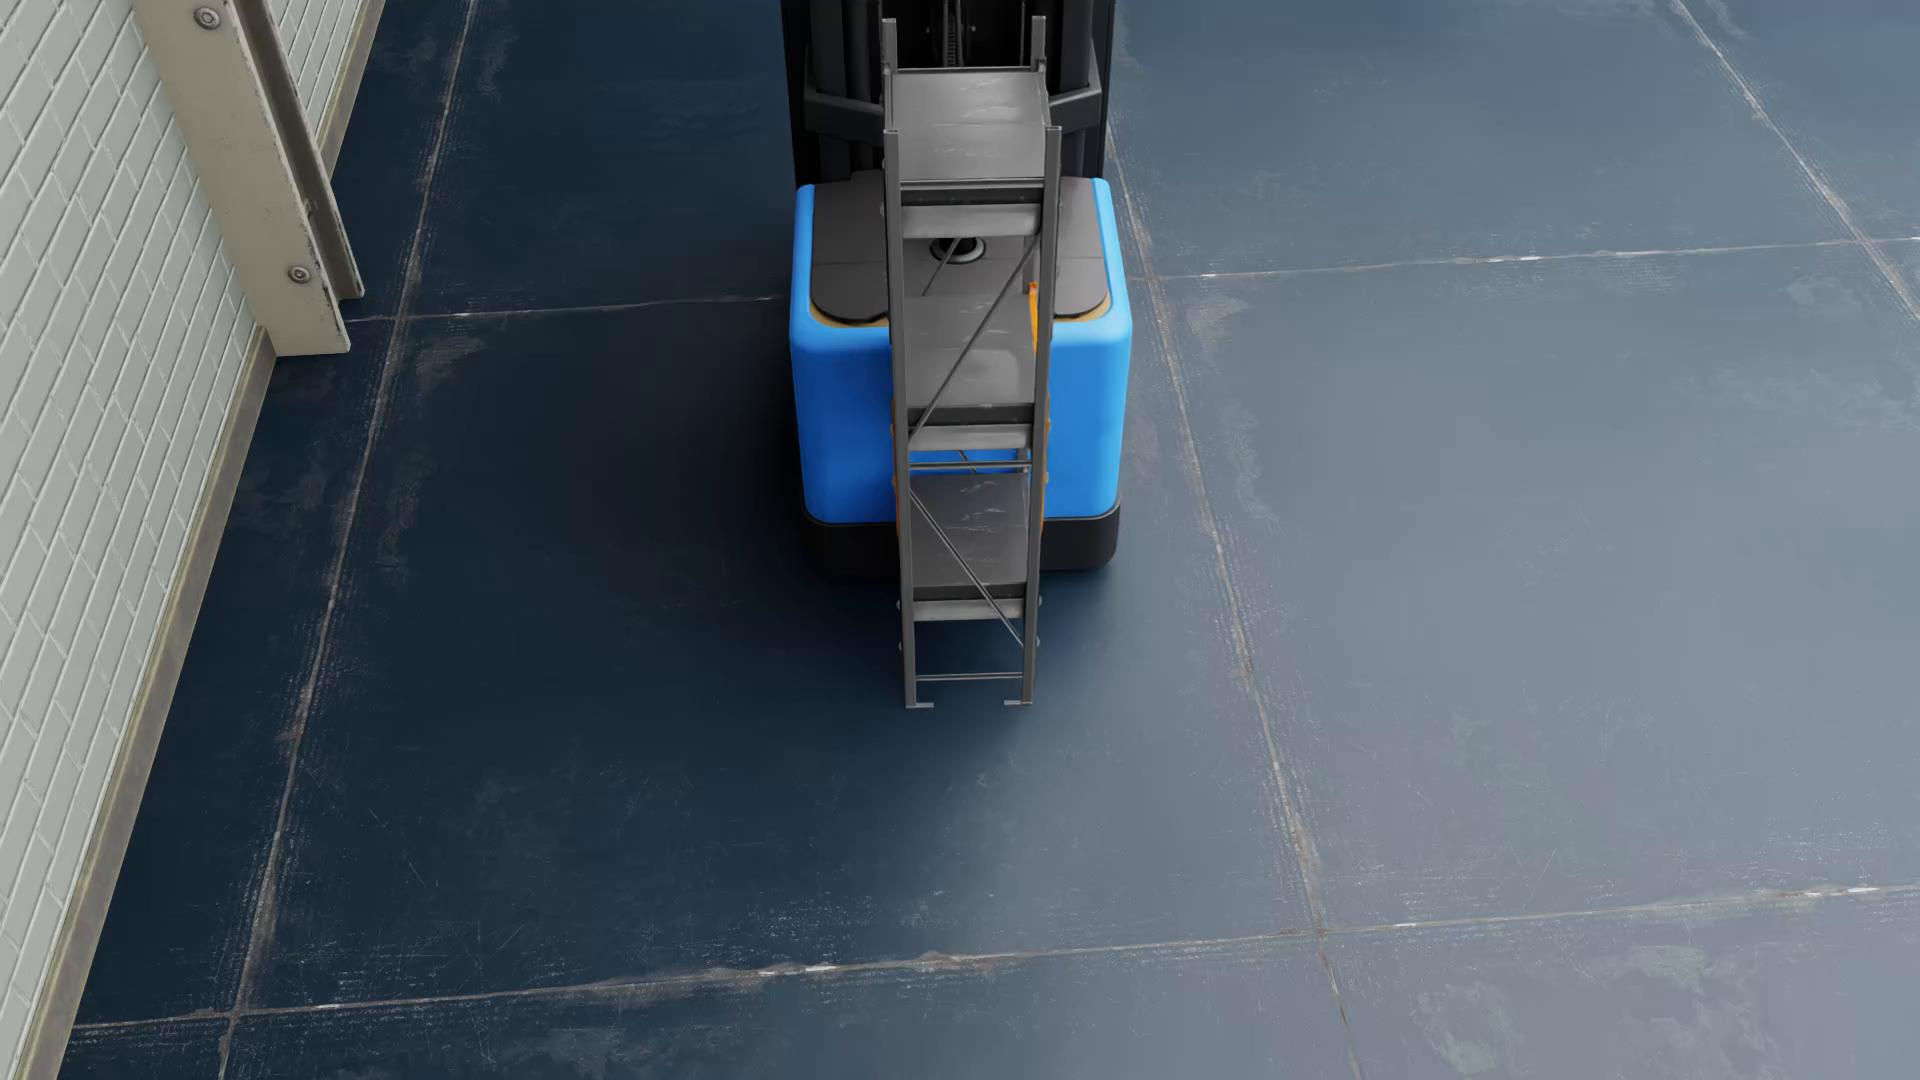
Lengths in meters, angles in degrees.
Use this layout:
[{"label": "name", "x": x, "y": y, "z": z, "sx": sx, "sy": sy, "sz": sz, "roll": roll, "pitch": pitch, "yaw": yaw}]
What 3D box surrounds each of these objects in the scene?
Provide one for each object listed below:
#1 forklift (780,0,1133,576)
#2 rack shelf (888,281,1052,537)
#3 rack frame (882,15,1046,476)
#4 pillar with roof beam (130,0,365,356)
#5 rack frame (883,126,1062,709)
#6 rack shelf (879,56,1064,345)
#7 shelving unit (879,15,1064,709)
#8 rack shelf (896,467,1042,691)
[{"label": "forklift", "x": -0.048, "y": -1.949, "z": 5.577, "sx": 1.130, "sy": 2.935, "sz": 3.031, "roll": -2, "pitch": 47, "yaw": -1}, {"label": "rack shelf", "x": 0.019, "y": -0.366, "z": 4.670, "sx": 0.431, "sy": 0.518, "sz": 0.480, "roll": -2, "pitch": 47, "yaw": -1}, {"label": "rack frame", "x": 0.010, "y": -0.553, "z": 4.827, "sx": 0.400, "sy": 2.100, "sz": 0.015, "roll": -2, "pitch": 47, "yaw": -1}, {"label": "pillar with roof beam", "x": 1.752, "y": -4.217, "z": 3.546, "sx": 9.100, "sy": 9.000, "sz": 0.400, "roll": -3, "pitch": 47, "yaw": -3}, {"label": "rack frame", "x": 0.028, "y": -0.199, "z": 4.492, "sx": 0.400, "sy": 2.100, "sz": 0.015, "roll": -2, "pitch": 47, "yaw": -1}, {"label": "rack shelf", "x": 0.019, "y": -0.848, "z": 4.161, "sx": 0.431, "sy": 0.518, "sz": 0.480, "roll": -2, "pitch": 47, "yaw": -1}, {"label": "shelving unit", "x": 0.019, "y": -0.376, "z": 4.660, "sx": 0.431, "sy": 2.100, "sz": 0.503, "roll": -2, "pitch": 47, "yaw": -1}, {"label": "rack shelf", "x": 0.019, "y": 0.115, "z": 5.178, "sx": 0.431, "sy": 0.518, "sz": 0.480, "roll": -2, "pitch": 47, "yaw": -1}]
